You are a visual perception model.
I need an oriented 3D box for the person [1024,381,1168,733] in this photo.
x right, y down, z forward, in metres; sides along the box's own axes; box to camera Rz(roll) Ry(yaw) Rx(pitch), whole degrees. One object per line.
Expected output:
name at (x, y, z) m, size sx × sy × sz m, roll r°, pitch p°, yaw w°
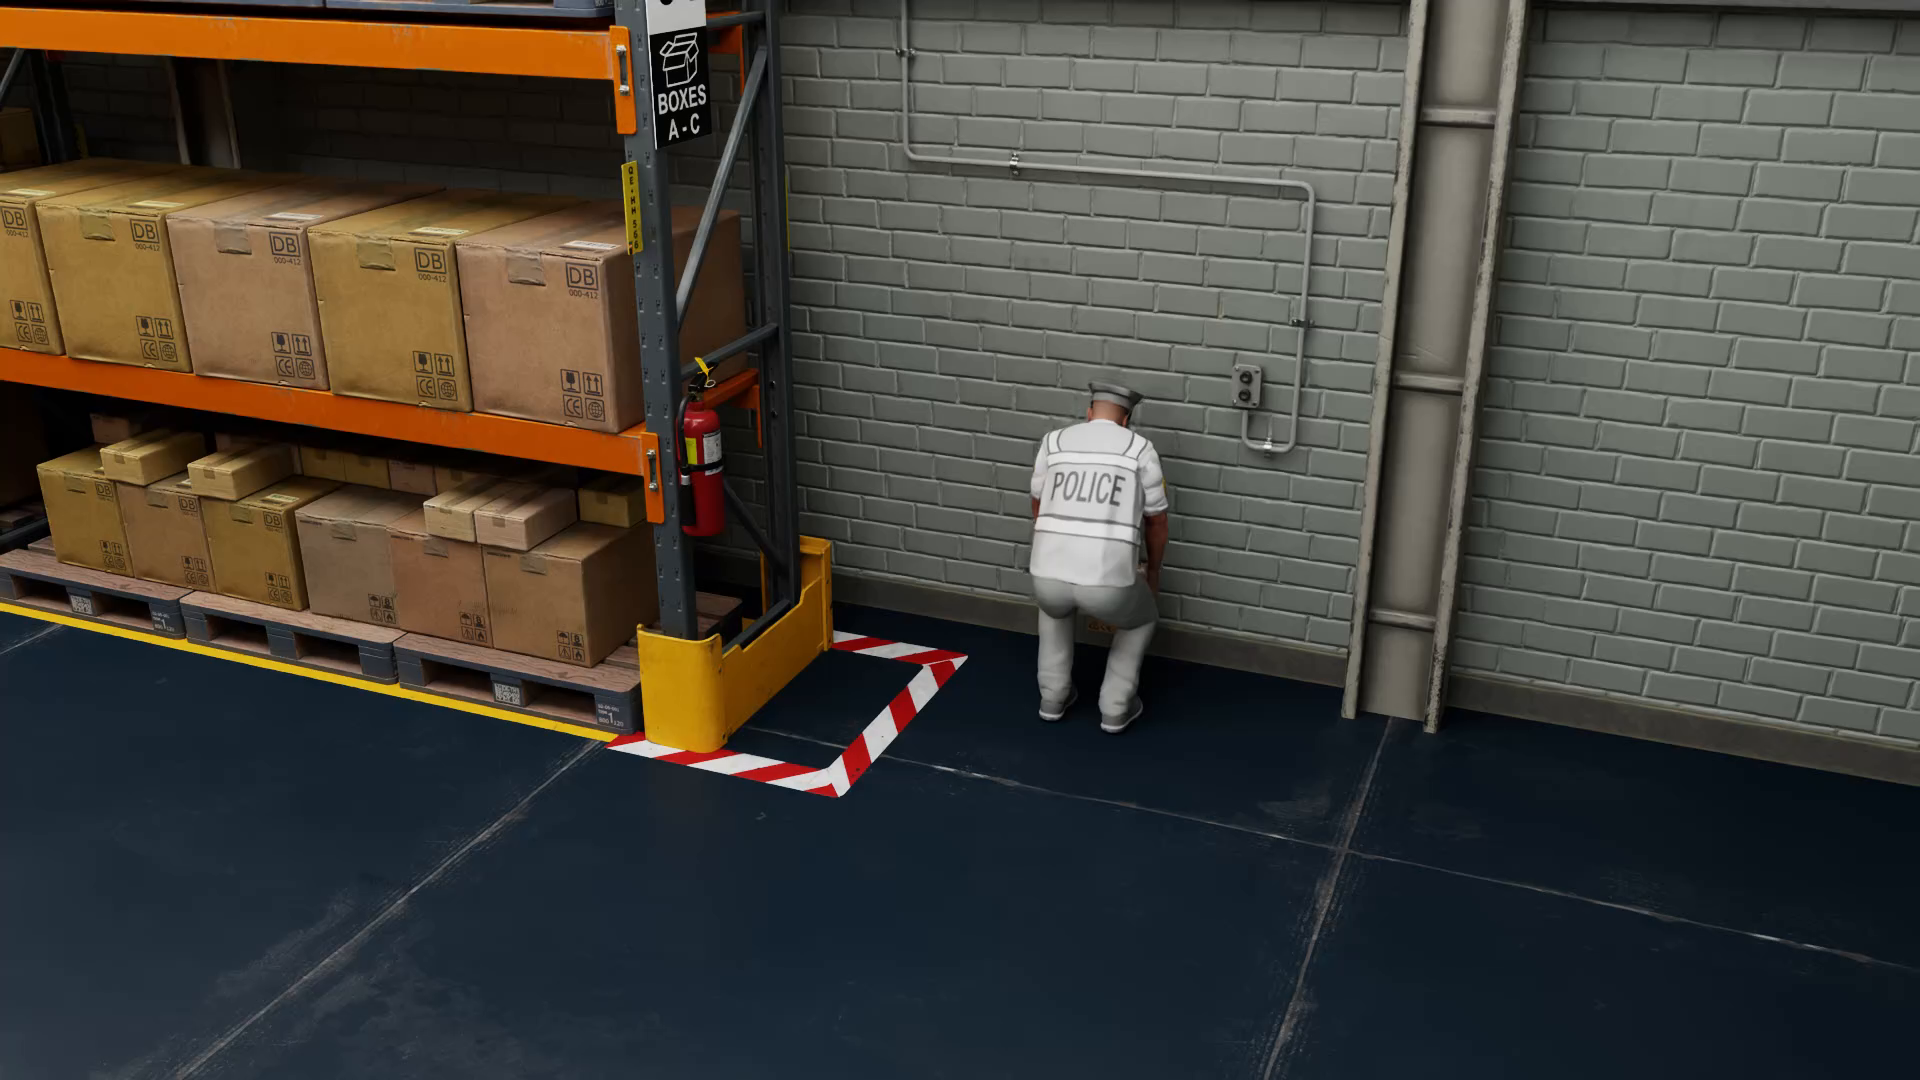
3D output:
person at (0.543, 0.068, 6.915) m, size 0.590 × 1.383 × 0.812 m, roll 9°, pitch 24°, yaw 20°
